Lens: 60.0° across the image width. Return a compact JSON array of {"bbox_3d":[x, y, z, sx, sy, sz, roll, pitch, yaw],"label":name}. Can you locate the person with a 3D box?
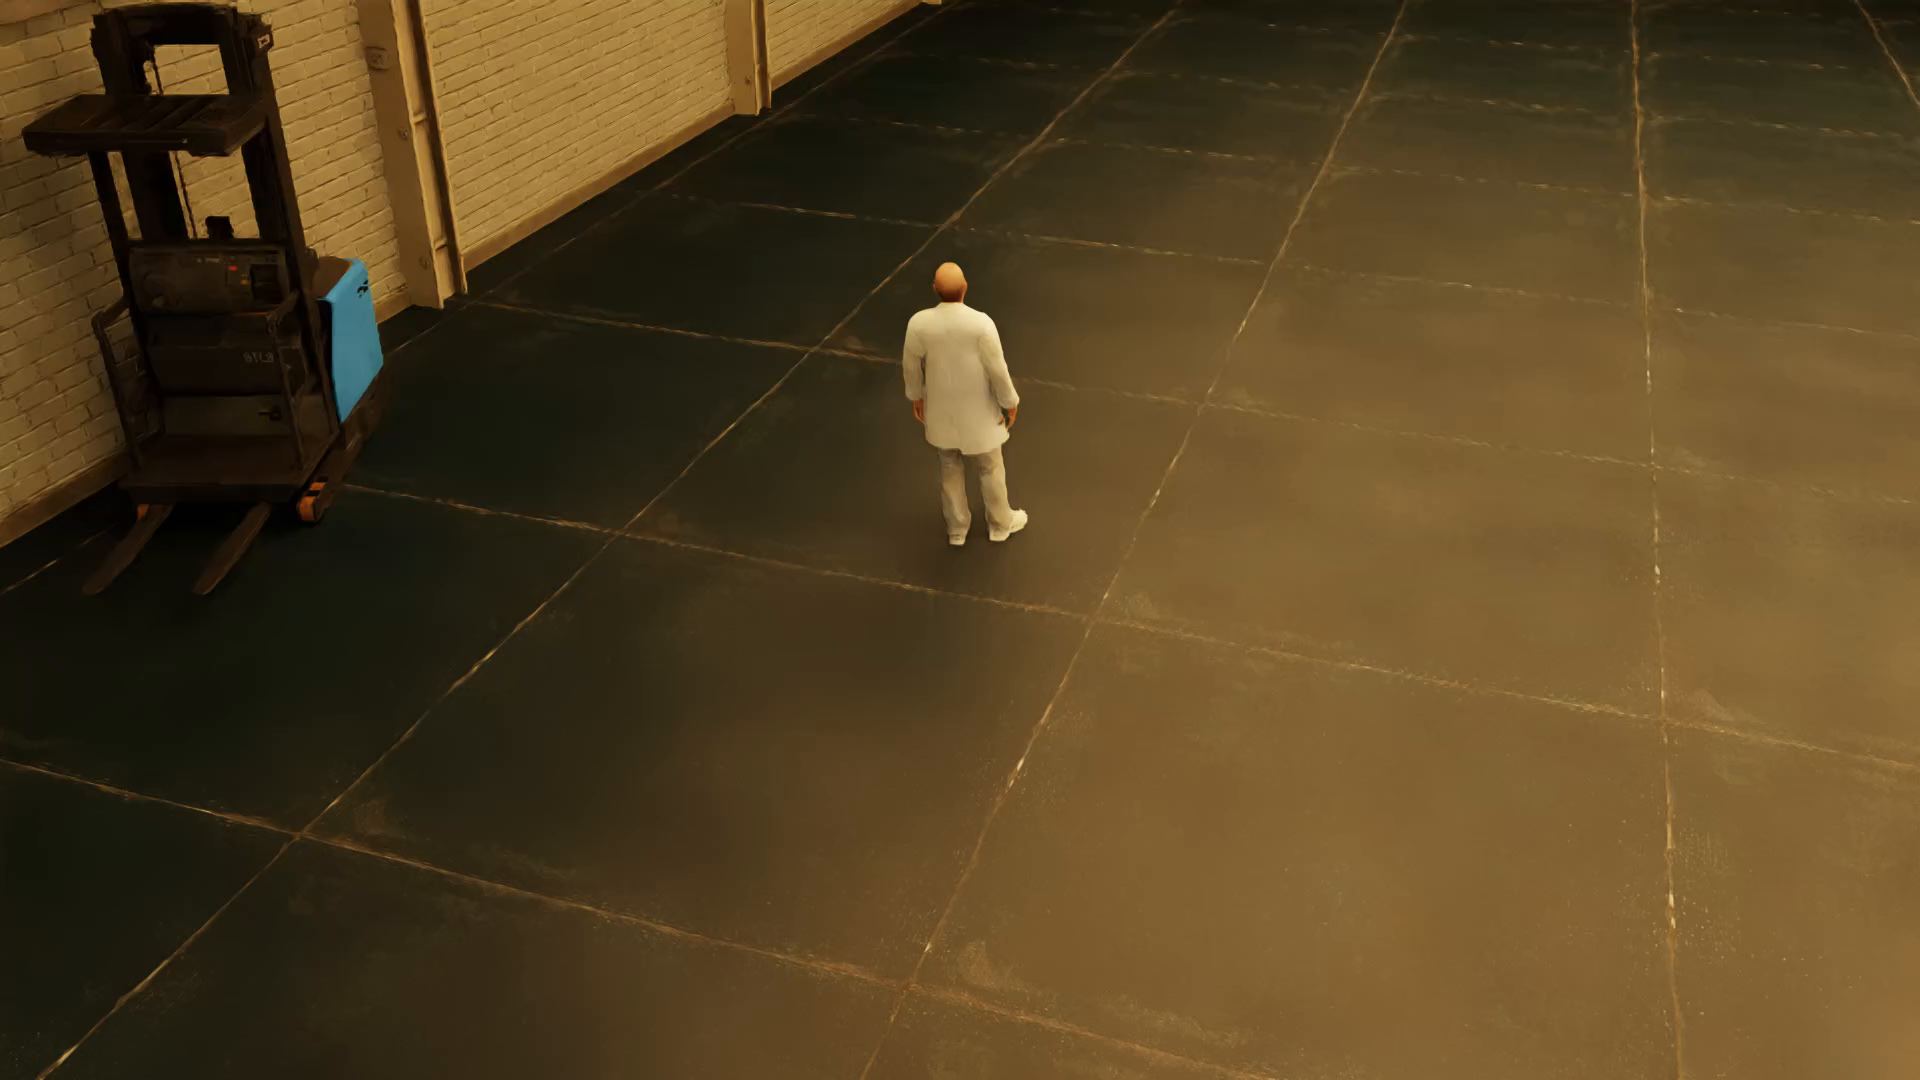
[{"bbox_3d":[0.034,-0.820,9.726,0.694,1.776,0.579,10,31,16],"label":"person"}]

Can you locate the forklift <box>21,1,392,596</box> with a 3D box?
[{"bbox_3d":[-4.511,-1.529,9.819,1.130,2.935,3.031,-1,30,-1],"label":"forklift"}]
